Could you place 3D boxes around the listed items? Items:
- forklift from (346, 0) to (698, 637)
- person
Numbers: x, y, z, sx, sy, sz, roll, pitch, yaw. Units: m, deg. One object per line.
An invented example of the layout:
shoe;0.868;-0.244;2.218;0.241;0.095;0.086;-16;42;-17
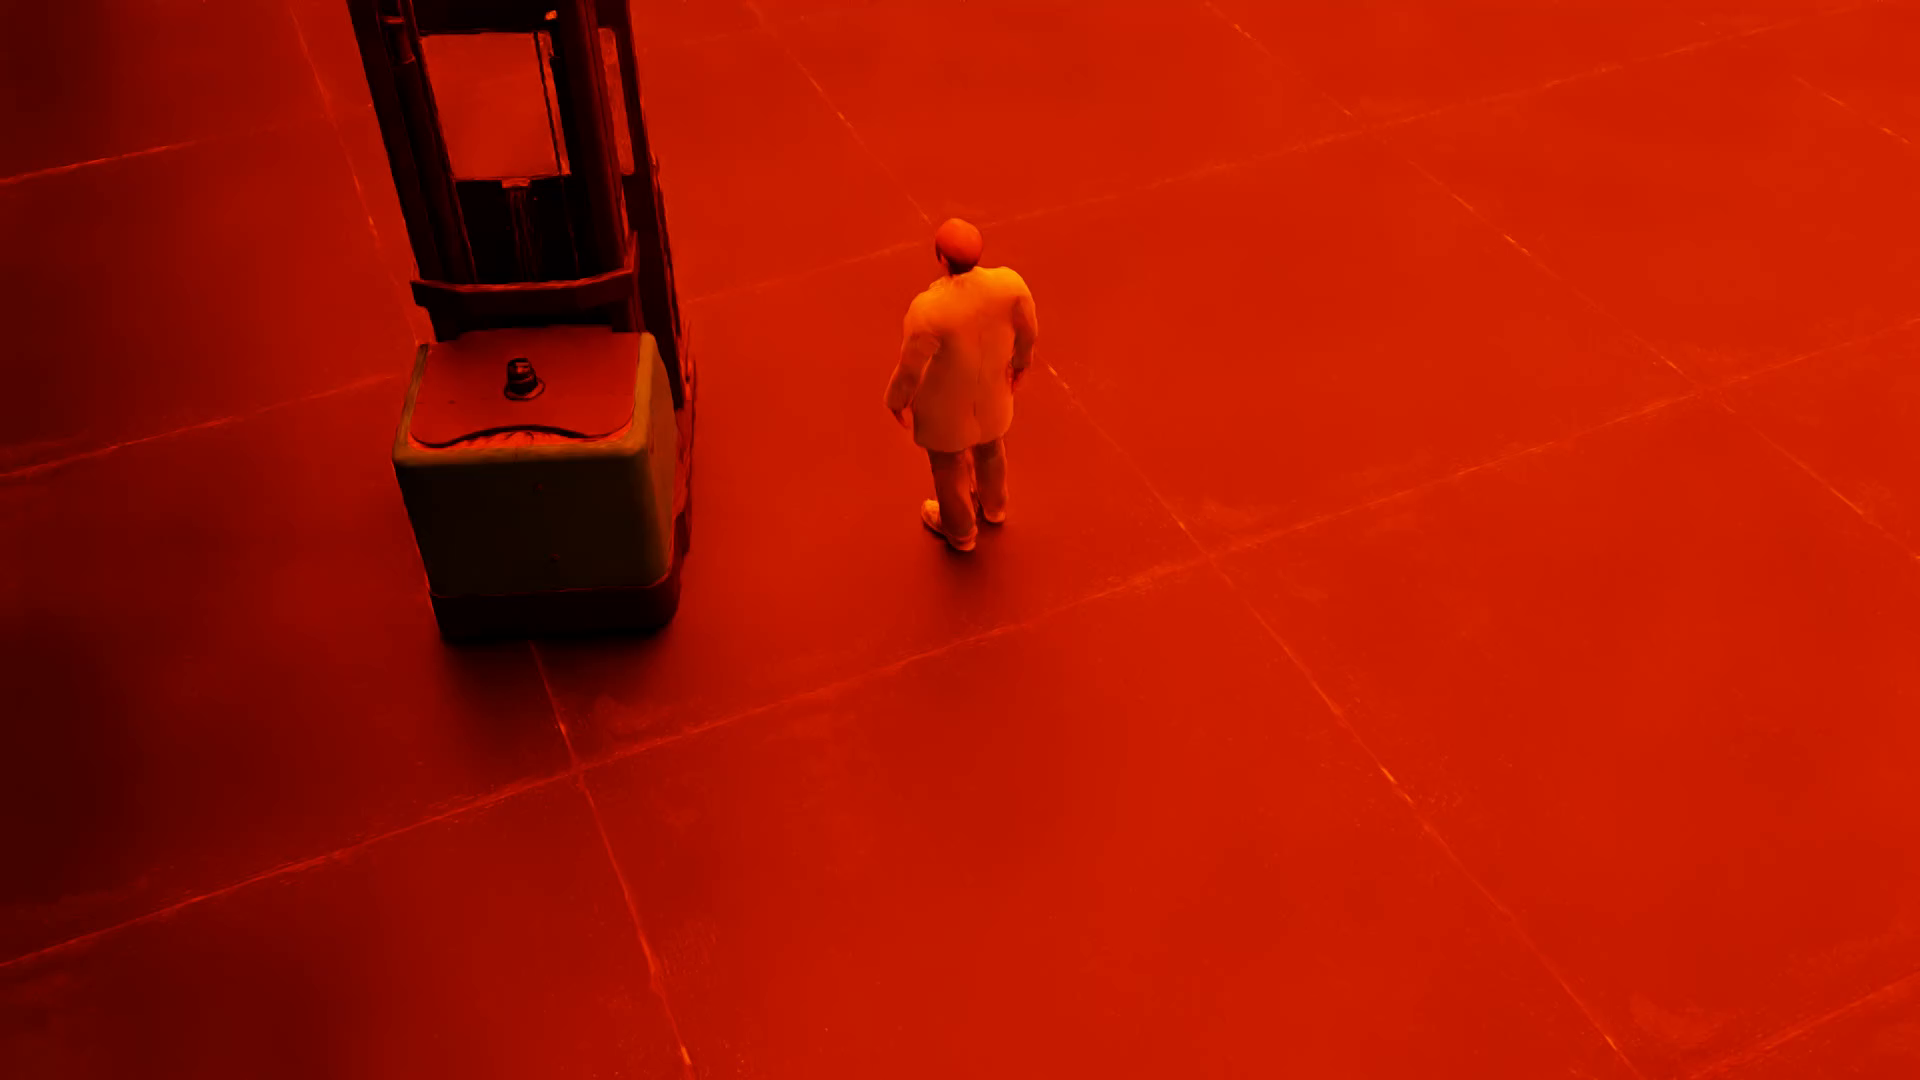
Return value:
forklift;-1.898;-1.649;7.447;1.130;2.935;3.031;-3;43;-4
person;-0.034;-0.713;7.279;0.694;1.776;0.579;-18;46;-18
